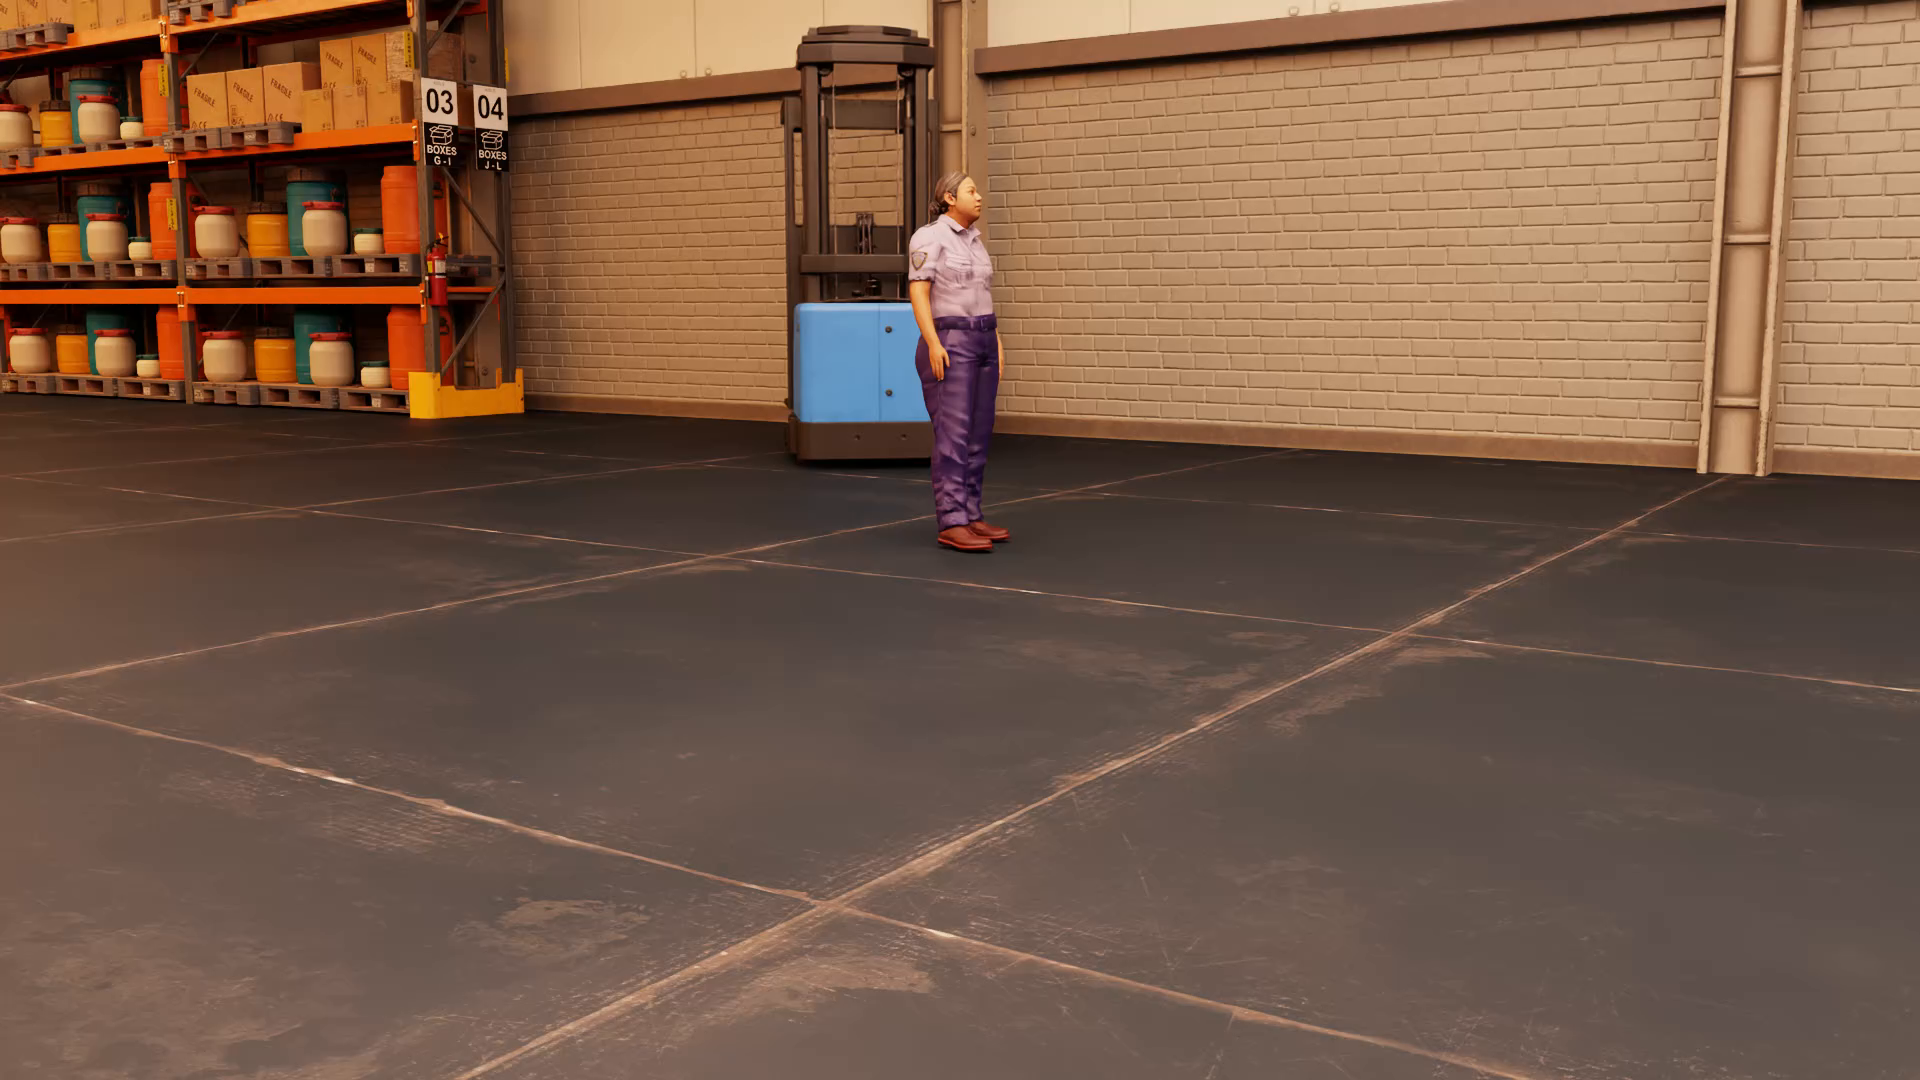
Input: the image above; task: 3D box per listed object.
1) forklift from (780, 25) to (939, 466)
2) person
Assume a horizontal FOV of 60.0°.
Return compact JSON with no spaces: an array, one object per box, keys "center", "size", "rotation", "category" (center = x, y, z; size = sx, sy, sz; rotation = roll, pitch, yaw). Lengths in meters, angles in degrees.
[{"center":[-0.730,-2.118,12.088],"size":[1.130,2.935,3.031],"rotation":[-1,8,-8],"category":"forklift"},{"center":[0.061,-0.814,7.418],"size":[0.503,1.651,0.598],"rotation":[5,10,34],"category":"person"}]
